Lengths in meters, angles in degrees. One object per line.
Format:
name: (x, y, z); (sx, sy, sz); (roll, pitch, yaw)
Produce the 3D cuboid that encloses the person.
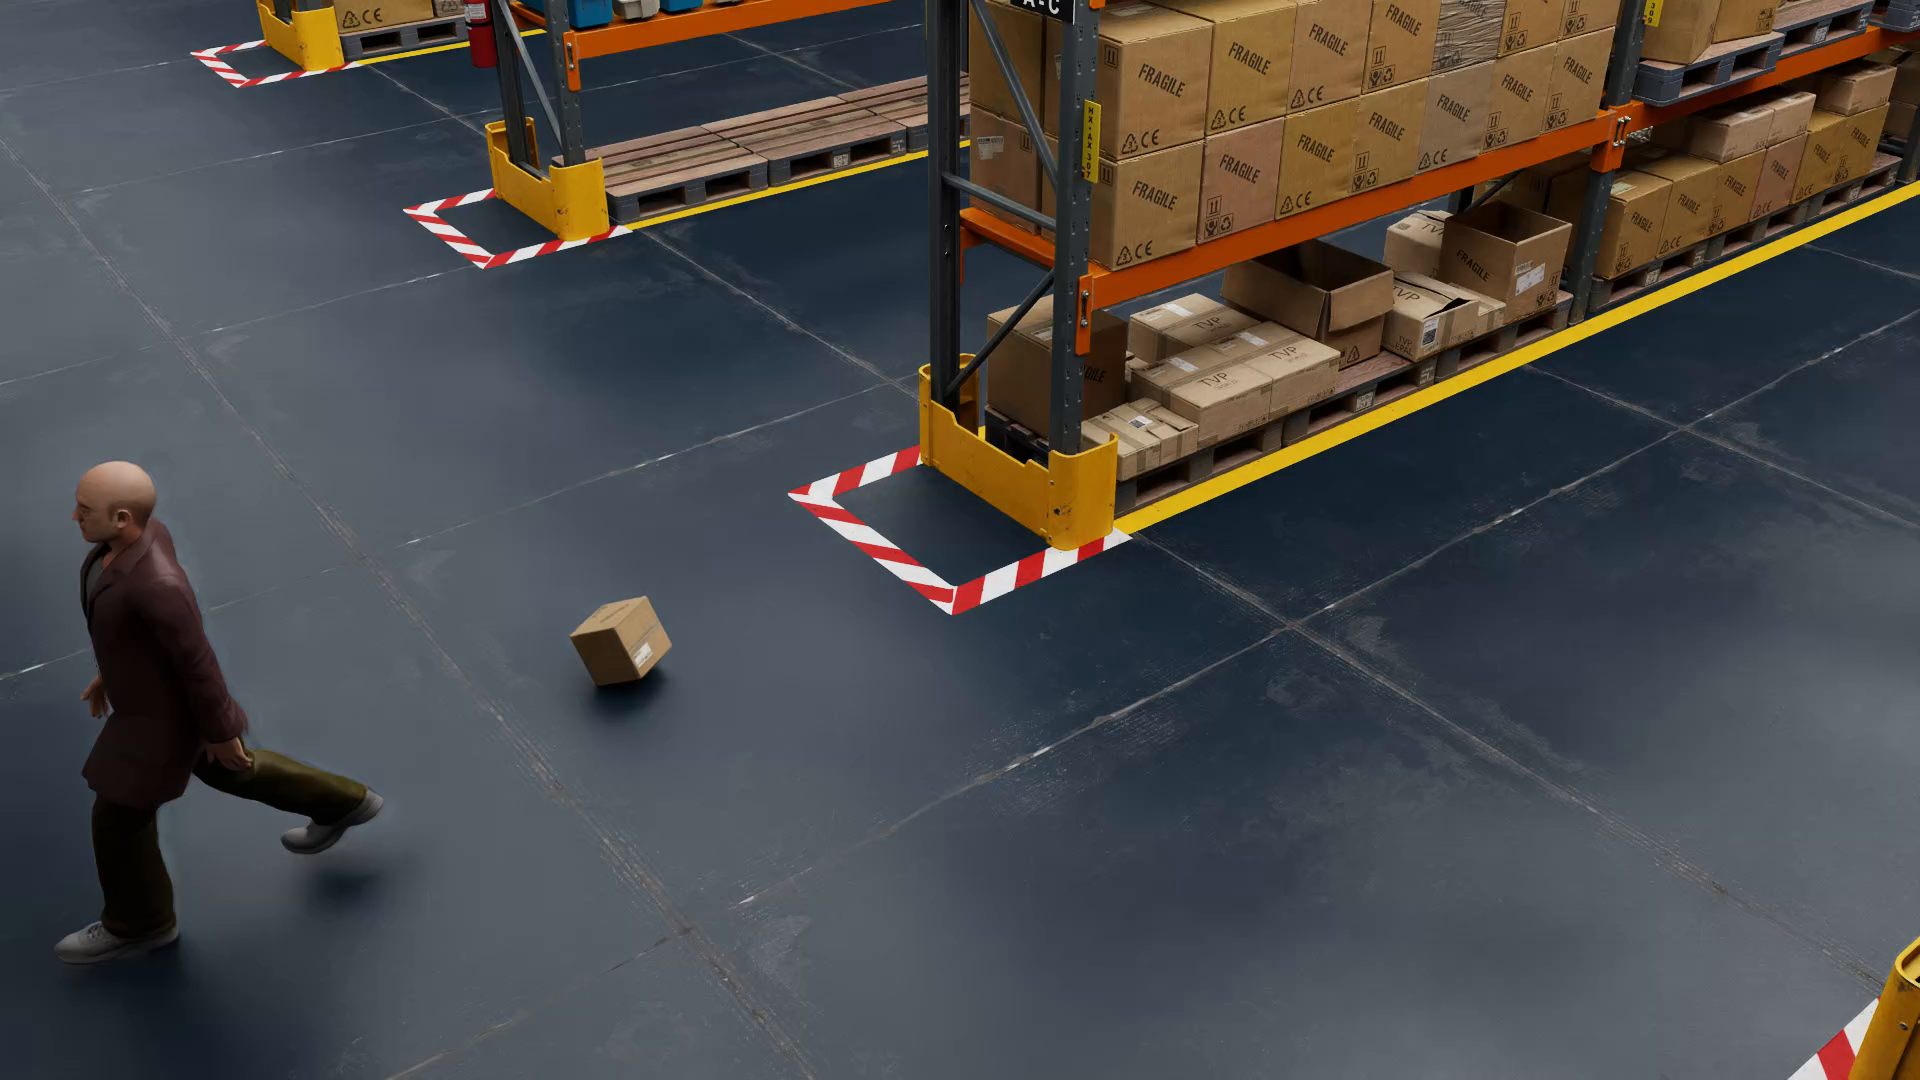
person: (-2.524, 0.508, 5.327); (1.101, 1.730, 0.580); (-15, 35, -22)
